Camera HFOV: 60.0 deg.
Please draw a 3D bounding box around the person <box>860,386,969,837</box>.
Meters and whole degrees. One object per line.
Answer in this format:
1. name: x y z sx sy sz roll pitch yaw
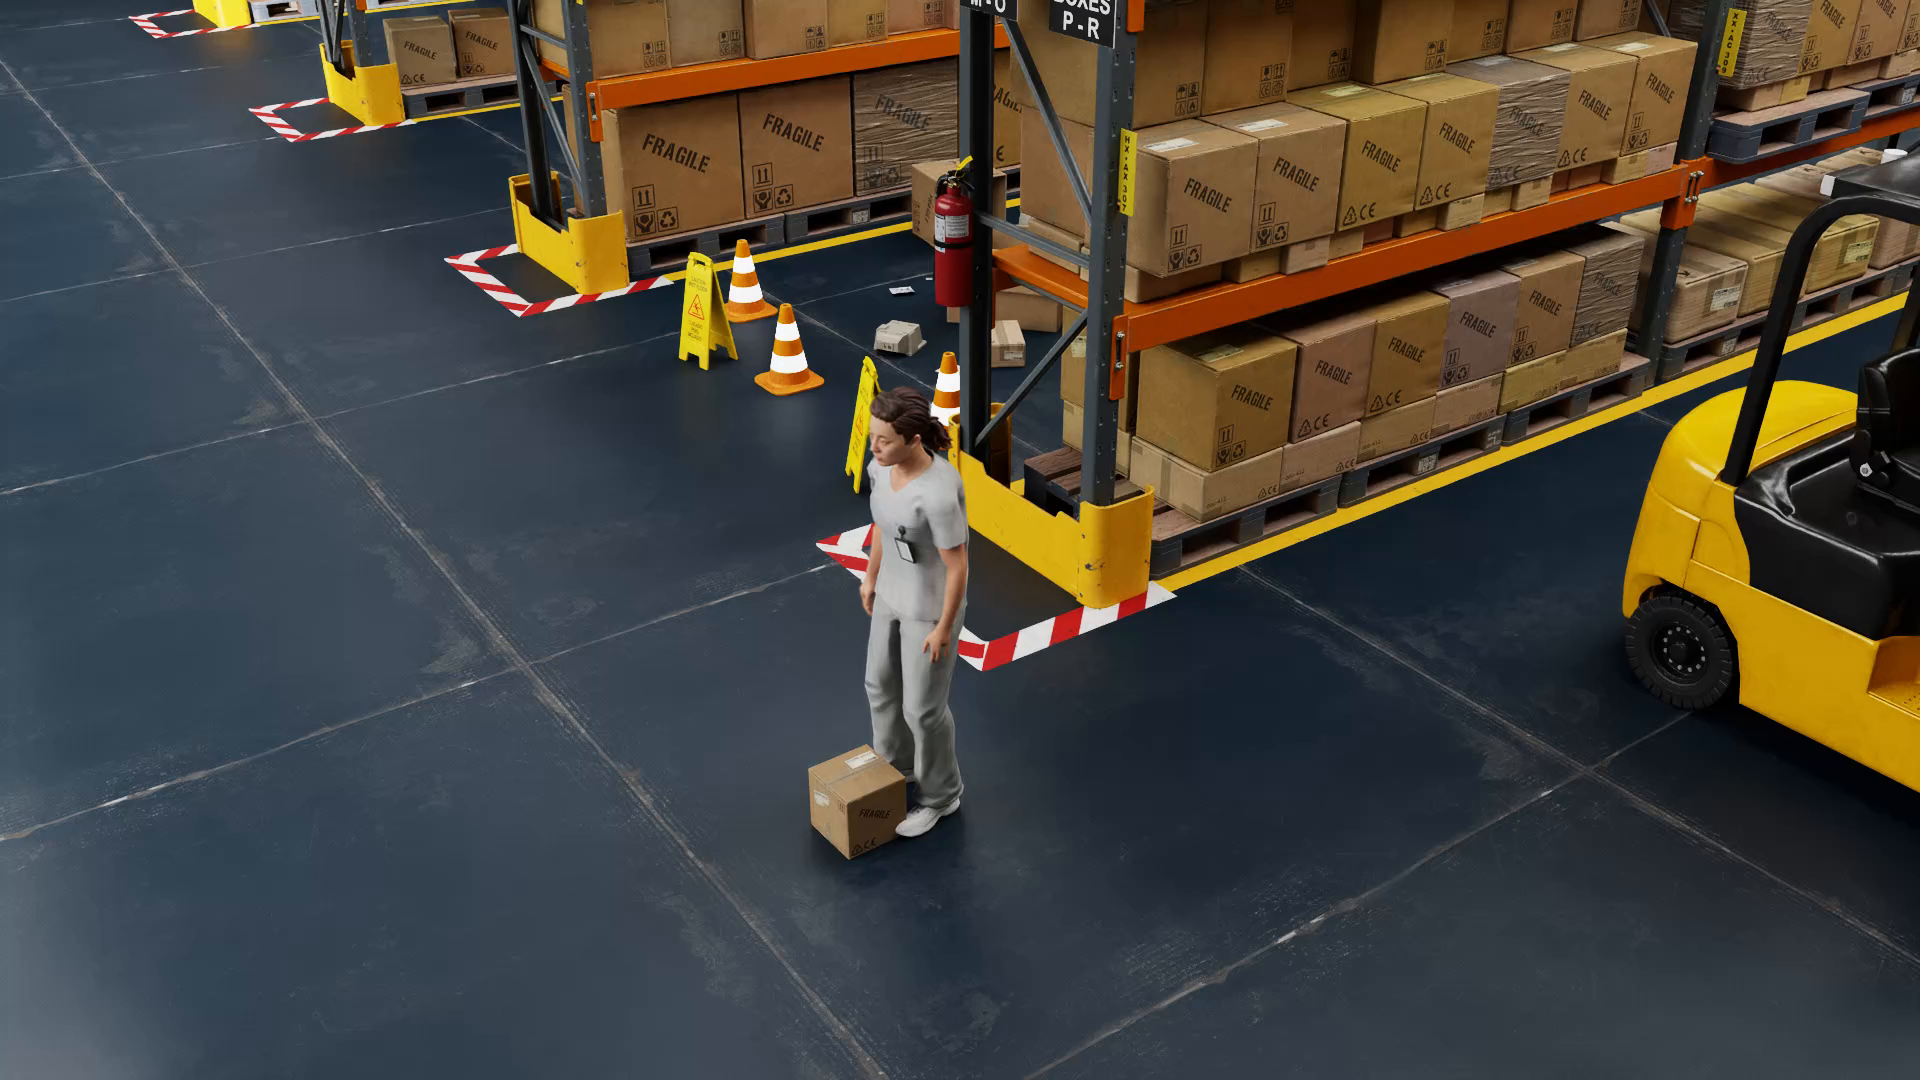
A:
1. person: -0.167 0.229 5.708 0.359 1.672 0.488 -20 35 -32
